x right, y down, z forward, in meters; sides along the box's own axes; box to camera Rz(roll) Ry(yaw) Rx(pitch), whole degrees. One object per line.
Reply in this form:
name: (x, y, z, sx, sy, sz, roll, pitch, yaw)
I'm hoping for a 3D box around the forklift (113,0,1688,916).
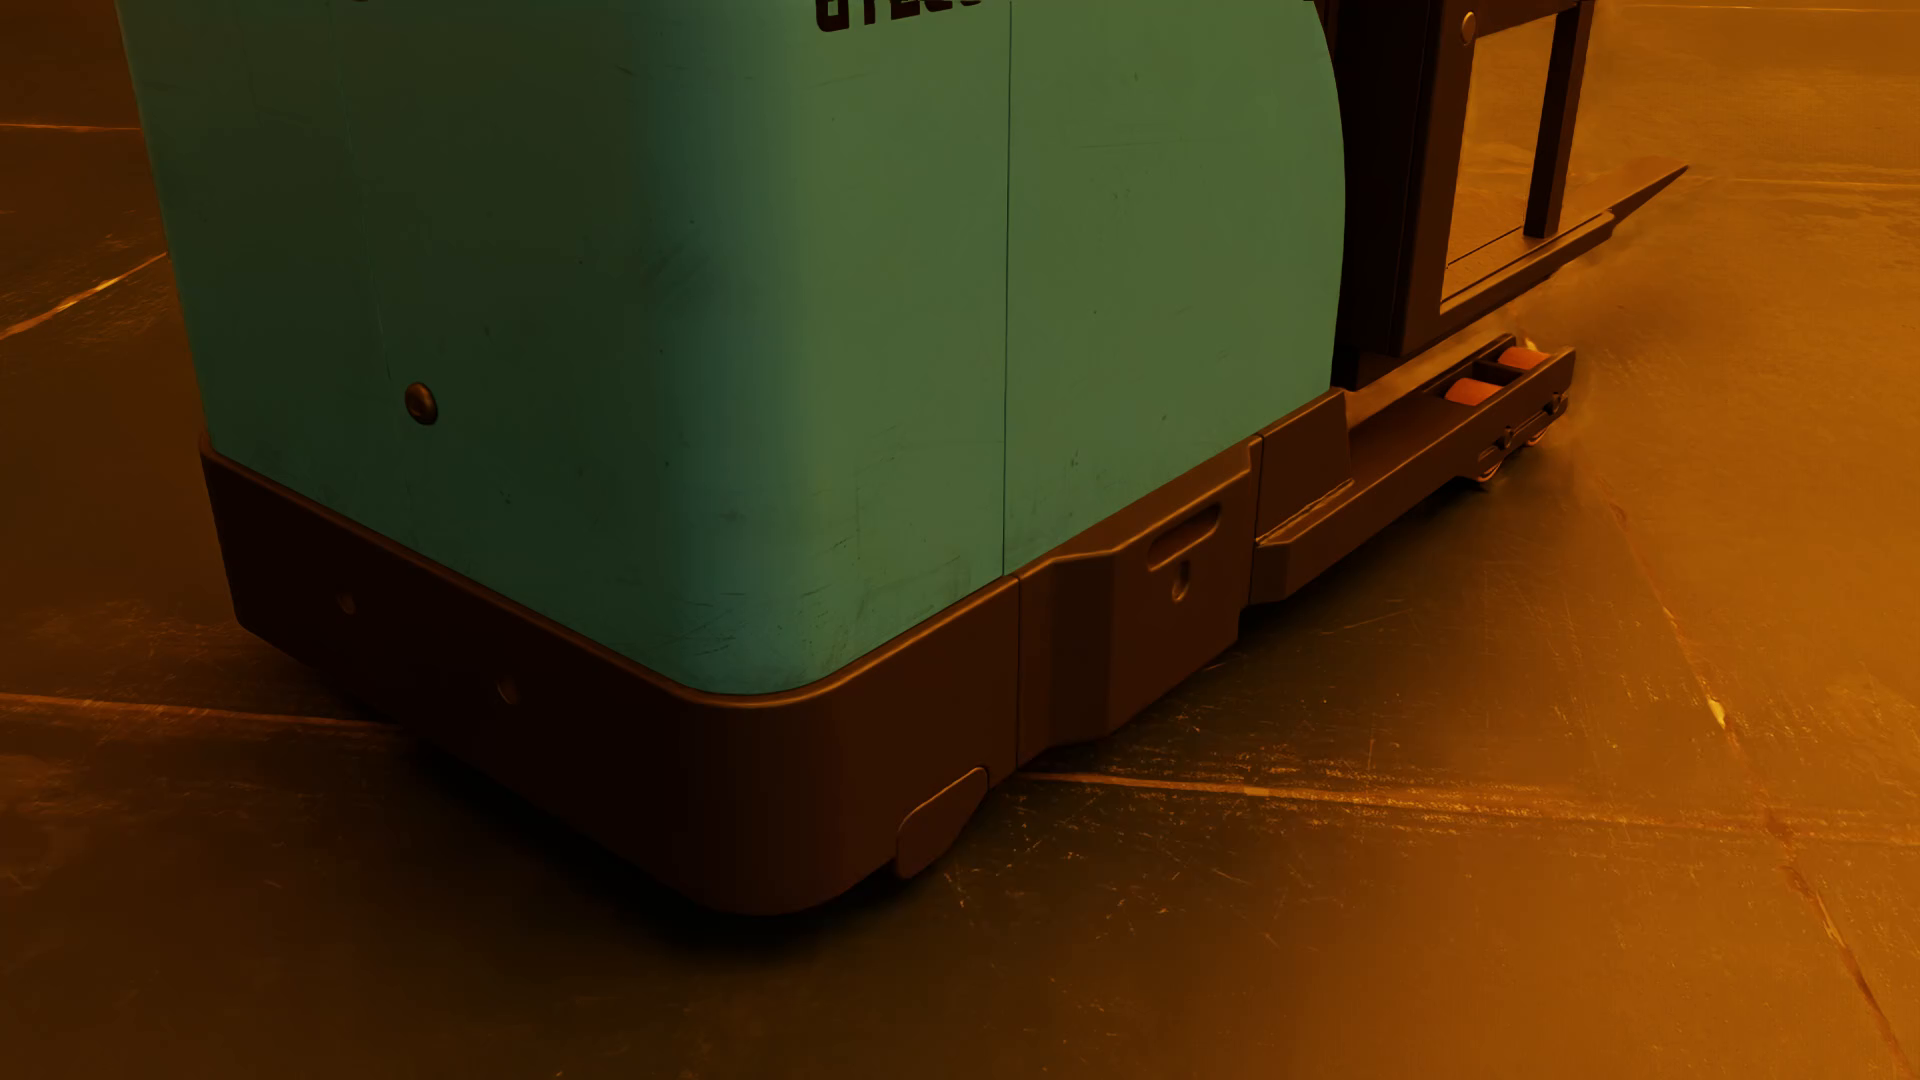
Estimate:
forklift: (0.387, -1.532, 2.288, 1.130, 2.935, 3.031, 20, 33, 35)
